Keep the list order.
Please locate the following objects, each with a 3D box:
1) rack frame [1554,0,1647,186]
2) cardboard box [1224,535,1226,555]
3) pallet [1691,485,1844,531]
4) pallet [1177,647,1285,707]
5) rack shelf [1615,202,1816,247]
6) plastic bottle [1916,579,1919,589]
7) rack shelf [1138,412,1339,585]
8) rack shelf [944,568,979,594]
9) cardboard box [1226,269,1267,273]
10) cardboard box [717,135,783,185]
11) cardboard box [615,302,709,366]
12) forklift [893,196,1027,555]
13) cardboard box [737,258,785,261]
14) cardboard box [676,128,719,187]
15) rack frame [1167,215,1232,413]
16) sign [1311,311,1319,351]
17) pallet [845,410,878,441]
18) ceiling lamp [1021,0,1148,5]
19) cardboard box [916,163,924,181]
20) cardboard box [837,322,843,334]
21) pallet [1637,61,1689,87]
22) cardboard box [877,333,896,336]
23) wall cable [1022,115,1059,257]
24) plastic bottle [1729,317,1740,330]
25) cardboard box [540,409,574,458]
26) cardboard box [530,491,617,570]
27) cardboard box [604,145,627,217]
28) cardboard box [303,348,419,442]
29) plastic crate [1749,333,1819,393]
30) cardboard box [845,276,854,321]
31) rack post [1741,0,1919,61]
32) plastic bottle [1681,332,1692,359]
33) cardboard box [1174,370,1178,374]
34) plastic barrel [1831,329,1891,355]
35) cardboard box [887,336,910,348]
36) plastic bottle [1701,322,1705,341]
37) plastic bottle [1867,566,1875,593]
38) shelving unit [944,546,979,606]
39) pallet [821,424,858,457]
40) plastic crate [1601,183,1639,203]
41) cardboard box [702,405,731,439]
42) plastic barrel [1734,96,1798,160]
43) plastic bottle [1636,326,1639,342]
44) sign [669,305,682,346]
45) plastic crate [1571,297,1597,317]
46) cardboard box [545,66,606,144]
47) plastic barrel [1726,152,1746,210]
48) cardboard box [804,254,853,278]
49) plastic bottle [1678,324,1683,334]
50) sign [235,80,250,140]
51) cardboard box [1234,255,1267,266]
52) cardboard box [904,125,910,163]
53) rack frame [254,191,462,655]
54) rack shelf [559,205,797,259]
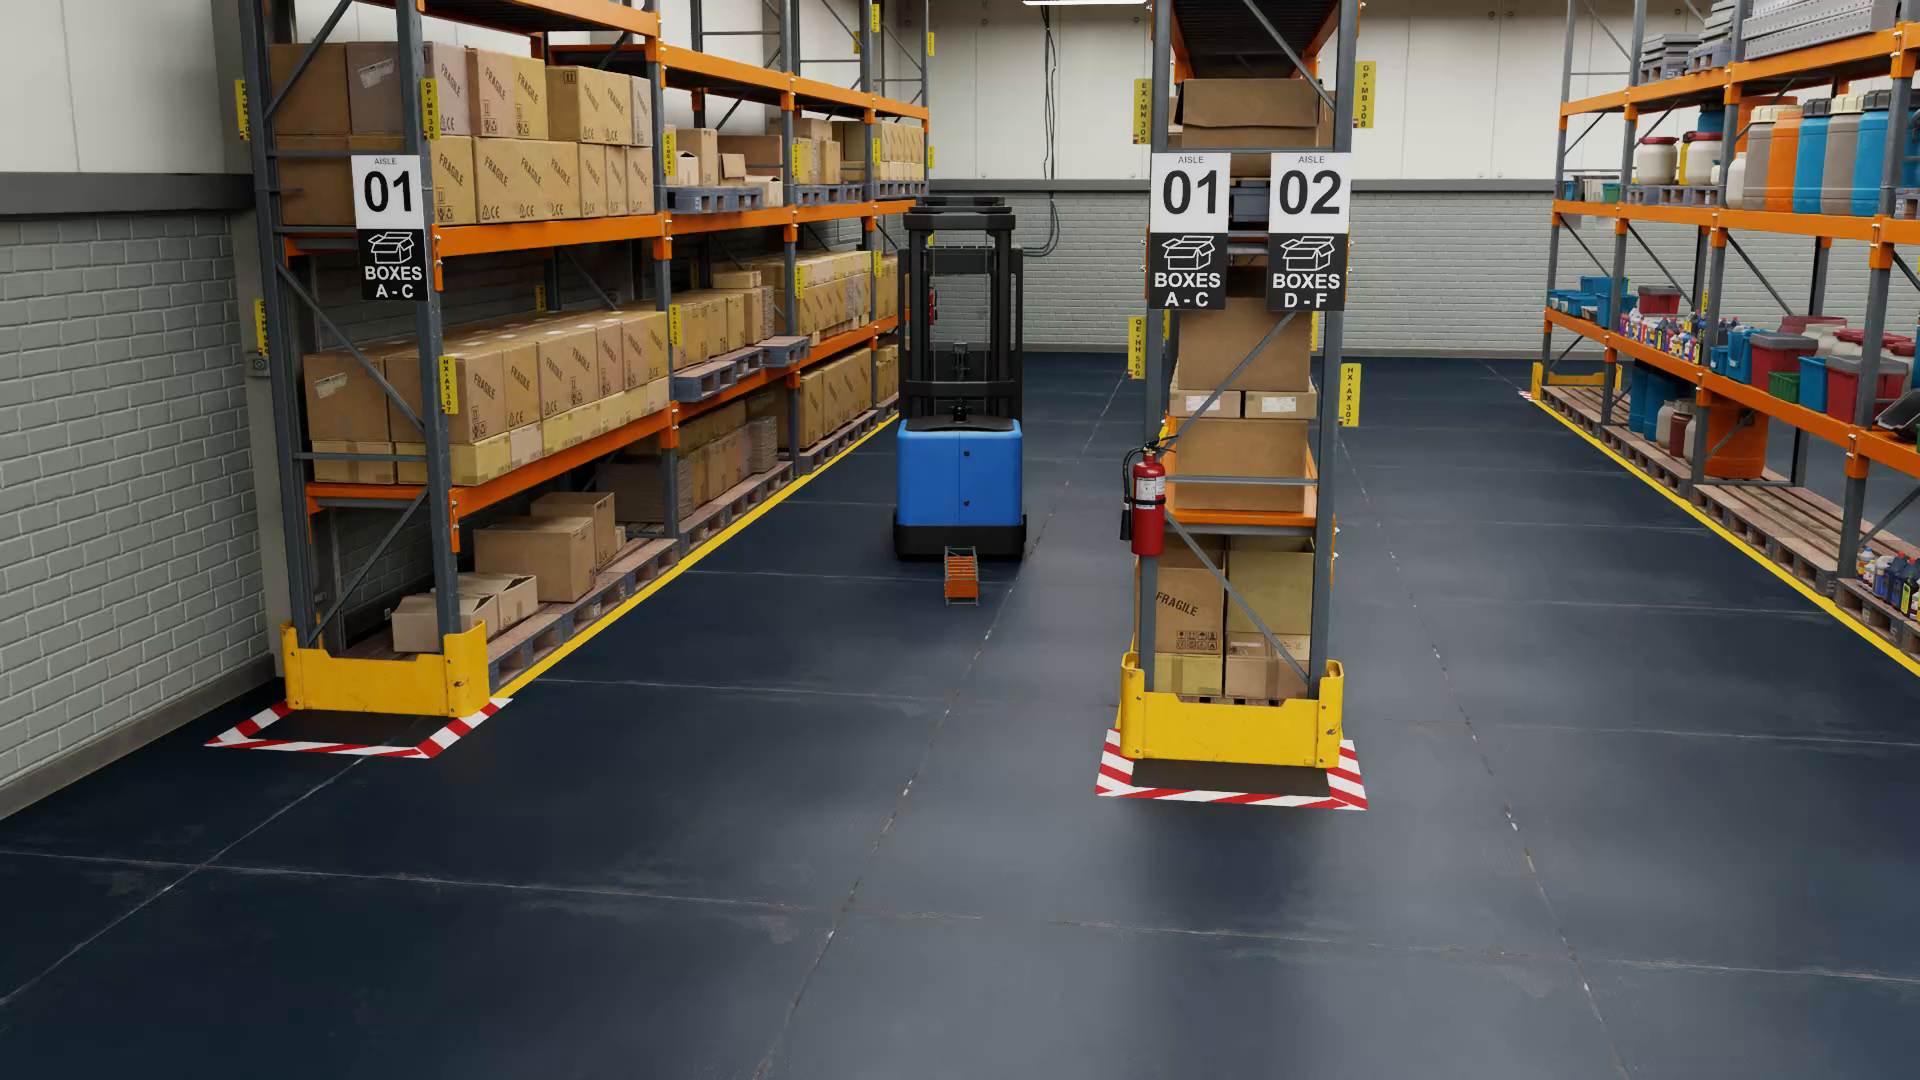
[{"bbox_3d":[8.826,-6.411,22.881,1.000,3.000,0.127,2,12,9],"label":"rack frame"},{"bbox_3d":[2.070,-0.058,11.391,0.500,0.500,0.500,2,12,9],"label":"cardboard box"},{"bbox_3d":[7.439,-0.290,15.337,1.003,0.211,1.213,2,12,9],"label":"pallet"},{"bbox_3d":[1.548,0.894,9.845,1.003,0.211,1.213,2,12,9],"label":"pallet"},{"bbox_3d":[7.904,-3.344,17.477,1.077,0.370,4.000,2,12,9],"label":"rack shelf"},{"bbox_3d":[6.432,0.364,11.116,0.097,0.271,0.097,0,12,0],"label":"plastic bottle"},{"bbox_3d":[1.779,-0.374,10.814,1.077,0.370,4.000,2,12,9],"label":"rack shelf"},{"bbox_3d":[0.011,0.310,12.593,0.258,0.180,0.103,0,12,-1],"label":"rack shelf"},{"bbox_3d":[1.949,-1.627,11.605,0.700,0.500,0.500,2,12,9],"label":"cardboard box"},{"bbox_3d":[-2.177,-3.965,17.371,0.700,0.500,0.500,1,12,4],"label":"cardboard box"},{"bbox_3d":[-2.603,-1.786,14.380,0.700,0.500,0.500,3,13,14],"label":"cardboard box"},{"bbox_3d":[0.003,-1.564,14.795,1.130,2.935,3.031,0,12,0],"label":"forklift"},{"bbox_3d":[-2.214,-3.022,18.624,0.500,0.250,0.500,2,12,7],"label":"cardboard box"},{"bbox_3d":[-2.455,-3.390,14.748,0.500,0.500,0.500,1,12,7],"label":"cardboard box"},{"bbox_3d":[2.087,-1.142,12.670,1.000,3.000,0.127,2,12,9],"label":"rack frame"},{"bbox_3d":[2.636,-1.586,12.489,0.100,0.325,0.005,2,12,9],"label":"sign"},{"bbox_3d":[-1.622,-1.440,20.676,1.003,0.211,1.213,2,12,9],"label":"pallet"},{"bbox_3d":[1.946,-10.062,25.969,2.000,3.185,0.800,2,12,9],"label":"ceiling lamp"},{"bbox_3d":[-0.813,-5.285,23.900,0.500,0.250,0.500,2,12,10],"label":"cardboard box"},{"bbox_3d":[-1.589,-2.511,19.574,0.380,0.149,0.250,2,12,7],"label":"cardboard box"},{"bbox_3d":[8.114,-5.117,18.276,1.003,0.211,1.213,2,12,9],"label":"pallet"},{"bbox_3d":[-1.150,-2.983,24.613,0.380,0.149,0.250,2,12,9],"label":"cardboard box"},{"bbox_3d":[0.260,-6.380,30.107,3.097,2.526,0.112,2,12,9],"label":"wall cable"},{"bbox_3d":[8.224,-2.190,17.654,0.144,0.351,0.185,2,12,9],"label":"plastic bottle"},{"bbox_3d":[-2.885,-0.711,10.980,0.500,0.250,0.500,2,12,8],"label":"cardboard box"},{"bbox_3d":[-2.928,-0.077,12.620,0.500,0.500,0.500,1,12,4],"label":"cardboard box"},{"bbox_3d":[-2.732,-2.608,12.071,0.500,0.500,0.500,1,12,4],"label":"cardboard box"},{"bbox_3d":[-3.561,-0.877,9.970,0.500,0.500,0.500,2,12,8],"label":"cardboard box"},{"bbox_3d":[7.045,-1.518,14.264,0.402,0.464,0.583,2,12,9],"label":"plastic crate"},{"bbox_3d":[-1.554,-2.856,19.633,0.500,0.500,0.500,2,12,9],"label":"cardboard box"},{"bbox_3d":[7.199,-4.423,13.184,1.013,1.000,3.121,2,12,9],"label":"rack post"},{"bbox_3d":[7.338,-1.960,16.774,0.097,0.271,0.097,0,12,0],"label":"plastic bottle"},{"bbox_3d":[1.461,-0.921,9.868,0.380,0.149,0.250,2,12,9],"label":"cardboard box"},{"bbox_3d":[7.524,-1.482,13.925,0.433,0.535,0.433,0,12,0],"label":"plastic barrel"},{"bbox_3d":[-0.850,-2.865,24.064,0.380,0.149,0.250,2,12,10],"label":"cardboard box"},{"bbox_3d":[8.189,-2.281,18.265,0.097,0.271,0.097,0,12,0],"label":"plastic bottle"},{"bbox_3d":[6.467,0.267,11.732,0.097,0.201,0.097,0,12,0],"label":"plastic bottle"},{"bbox_3d":[0.008,0.269,12.784,0.258,0.189,1.200,0,12,-1],"label":"shelving unit"},{"bbox_3d":[-1.807,-1.186,19.494,1.003,0.211,1.213,2,12,9],"label":"pallet"},{"bbox_3d":[8.036,-4.230,20.278,0.416,0.233,0.300,2,12,9],"label":"plastic crate"},{"bbox_3d":[-2.476,-1.118,15.671,0.500,0.250,0.500,2,12,8],"label":"cardboard box"},{"bbox_3d":[7.686,-3.813,15.928,0.600,0.830,0.708,2,12,9],"label":"plastic barrel"},{"bbox_3d":[7.633,-2.325,18.631,0.097,0.201,0.097,0,12,0],"label":"plastic bottle"},{"bbox_3d":[-2.271,-1.708,13.246,0.100,0.325,0.005,2,12,9],"label":"sign"},{"bbox_3d":[8.215,-3.048,21.774,0.416,0.233,0.300,2,12,9],"label":"plastic crate"},{"bbox_3d":[-2.761,-2.978,11.416,0.500,0.500,0.500,1,12,7],"label":"cardboard box"},{"bbox_3d":[7.246,-3.279,15.204,0.421,0.512,0.421,0,12,0],"label":"plastic barrel"},{"bbox_3d":[-1.564,-3.219,19.541,0.500,0.250,0.500,2,12,10],"label":"cardboard box"},{"bbox_3d":[7.583,-2.126,17.514,0.061,0.283,0.133,2,12,9],"label":"plastic bottle"},{"bbox_3d":[-3.969,-2.390,9.241,0.100,0.325,0.005,2,12,9],"label":"sign"},{"bbox_3d":[3.668,-3.434,20.695,0.500,0.500,0.500,2,12,10],"label":"cardboard box"},{"bbox_3d":[-0.965,-5.439,22.834,0.500,0.500,0.500,1,12,6],"label":"cardboard box"},{"bbox_3d":[-3.423,-0.469,9.548,1.000,3.000,0.127,2,12,9],"label":"rack frame"},{"bbox_3d":[-2.501,-2.832,15.103,1.077,0.370,4.000,2,12,9],"label":"rack shelf"}]
